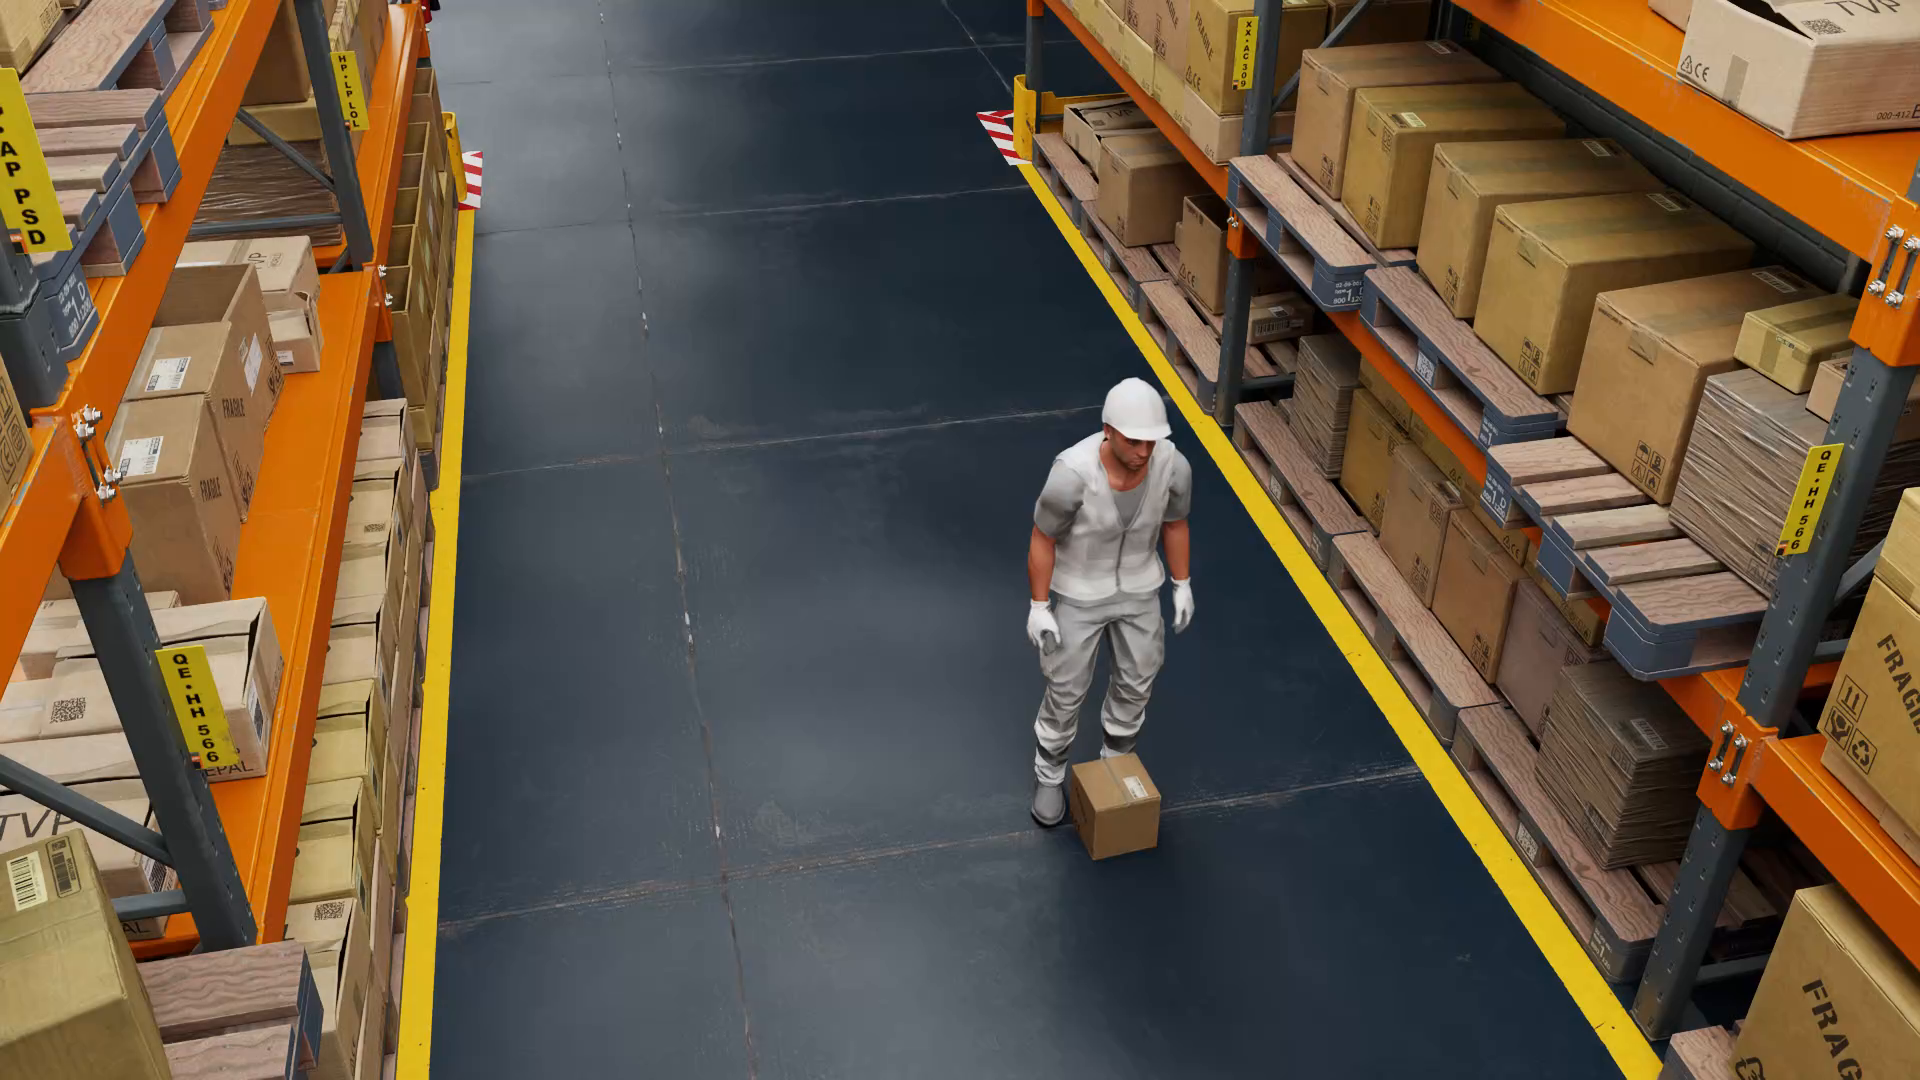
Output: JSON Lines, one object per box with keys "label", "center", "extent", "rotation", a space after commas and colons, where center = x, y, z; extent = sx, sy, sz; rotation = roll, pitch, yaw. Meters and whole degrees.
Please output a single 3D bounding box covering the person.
{"label": "person", "center": [0.526, 0.211, 5.816], "extent": [0.623, 1.780, 0.448], "rotation": [-8, 35, -12]}
